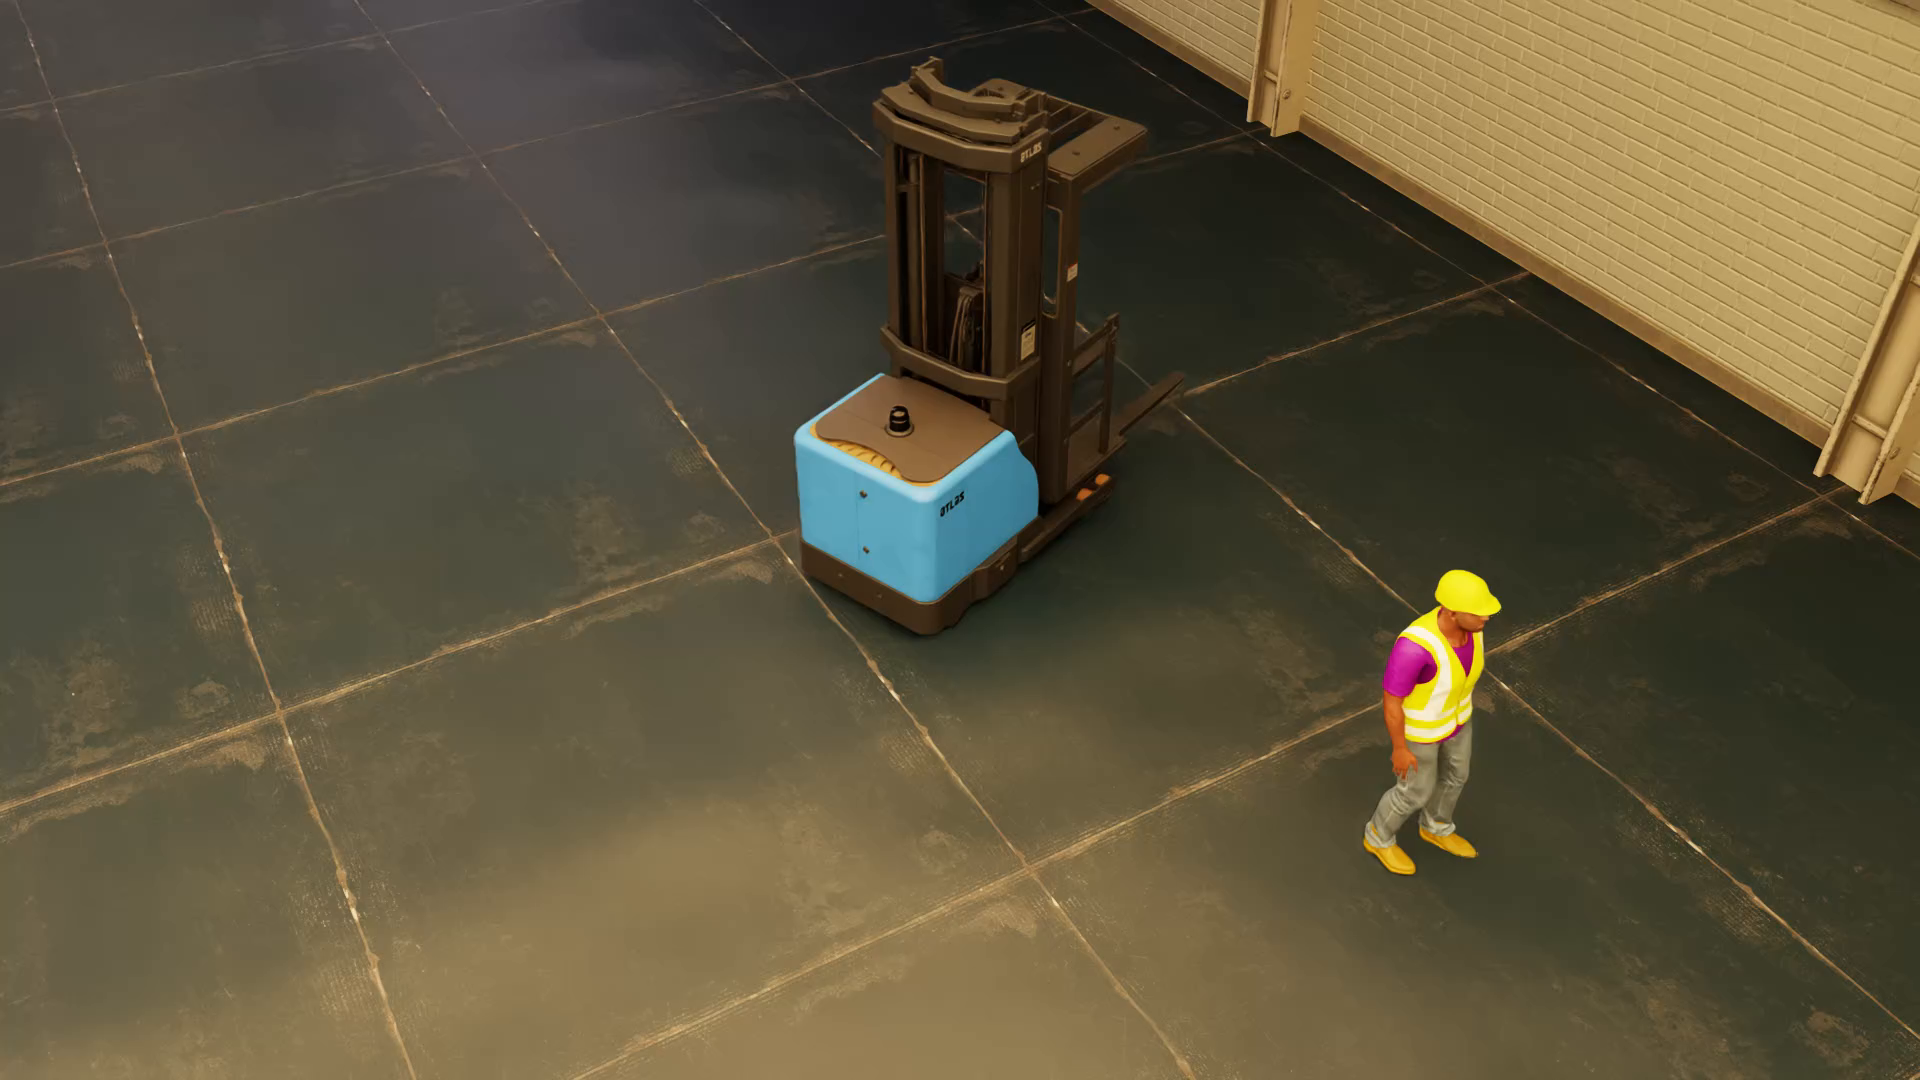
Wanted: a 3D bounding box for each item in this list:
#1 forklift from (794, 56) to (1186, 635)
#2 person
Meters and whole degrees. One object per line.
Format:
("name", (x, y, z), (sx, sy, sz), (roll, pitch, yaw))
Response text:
("forklift", (0.347, -1.466, 9.803), (1.130, 2.935, 3.031), (27, 46, 28))
("person", (2.287, 0.897, 7.897), (0.658, 1.785, 0.512), (-29, 48, -30))
